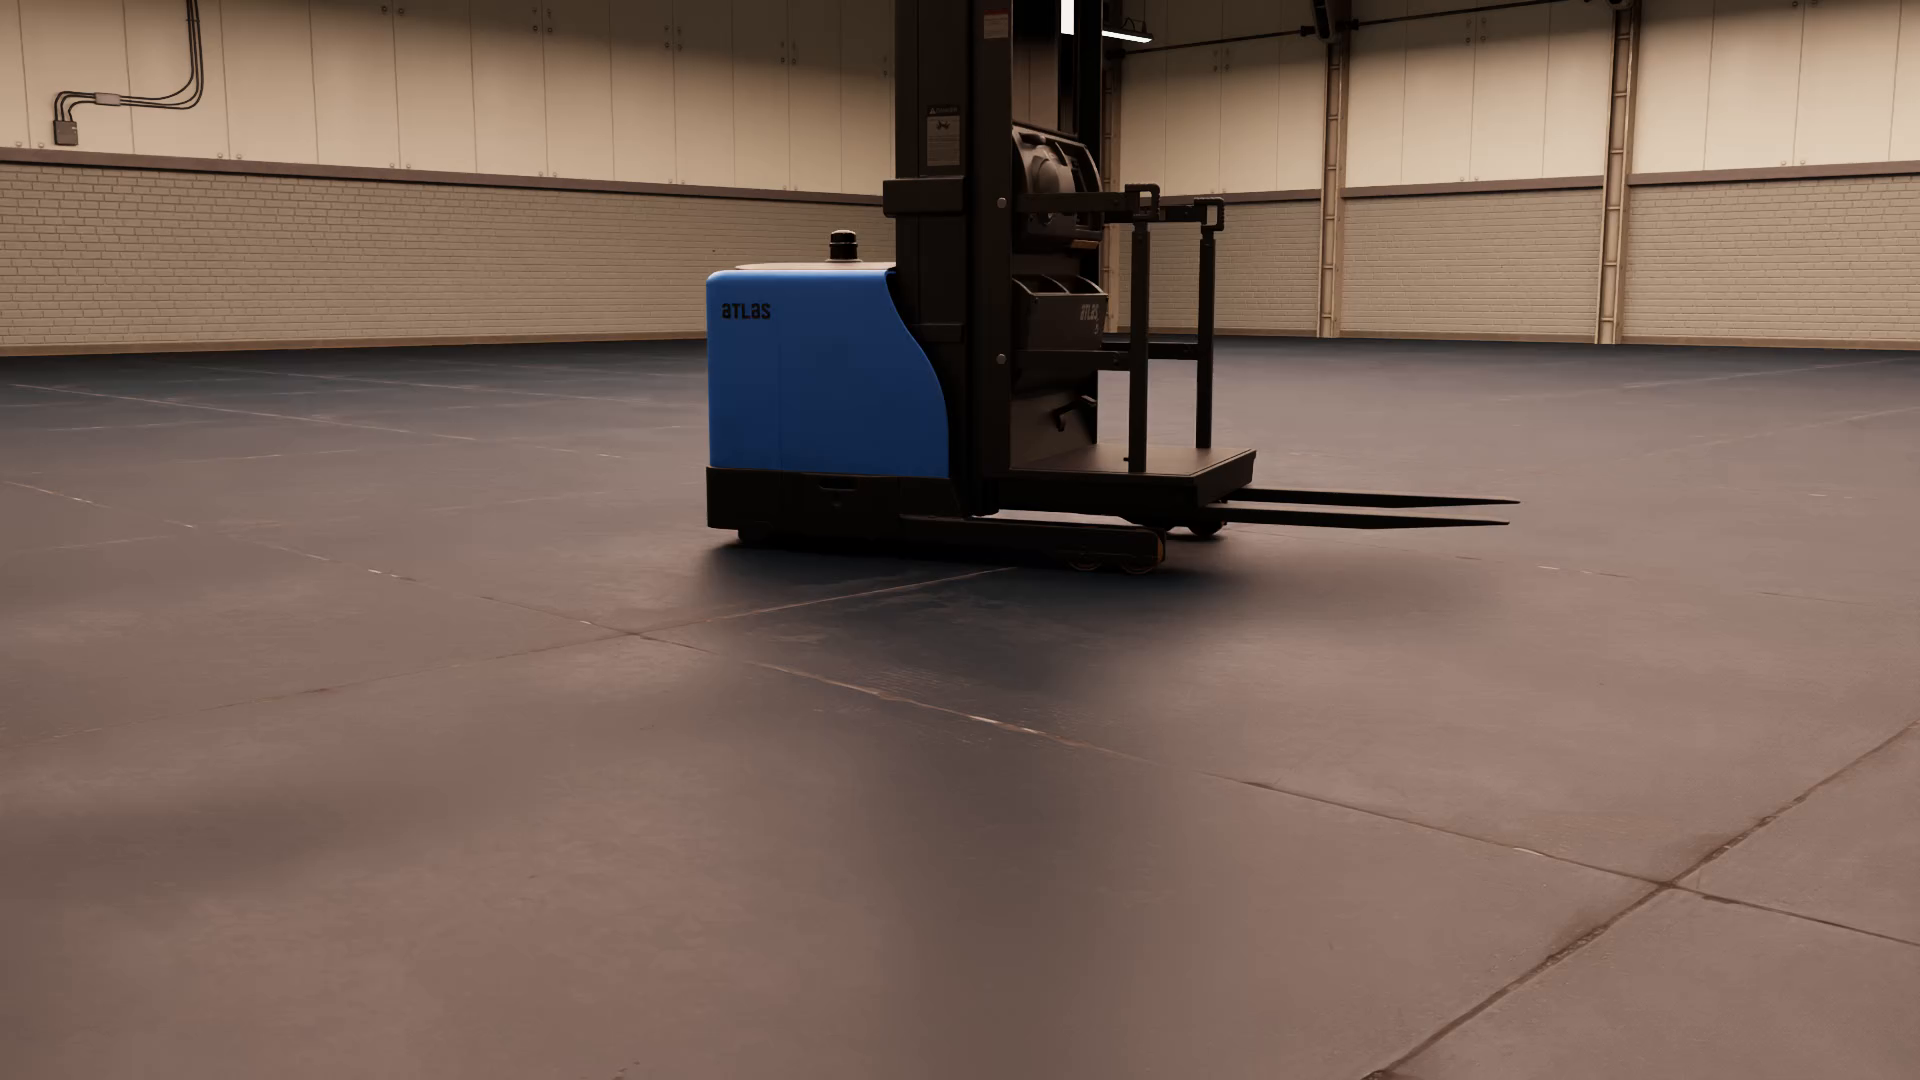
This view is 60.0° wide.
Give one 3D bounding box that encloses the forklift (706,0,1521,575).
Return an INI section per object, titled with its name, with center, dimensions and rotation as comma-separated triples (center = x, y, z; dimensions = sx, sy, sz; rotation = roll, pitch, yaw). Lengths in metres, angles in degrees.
[forklift]
center = 0.565, -1.416, 6.275
dimensions = 3.031, 2.935, 1.130
rotation = 3, 9, 22
